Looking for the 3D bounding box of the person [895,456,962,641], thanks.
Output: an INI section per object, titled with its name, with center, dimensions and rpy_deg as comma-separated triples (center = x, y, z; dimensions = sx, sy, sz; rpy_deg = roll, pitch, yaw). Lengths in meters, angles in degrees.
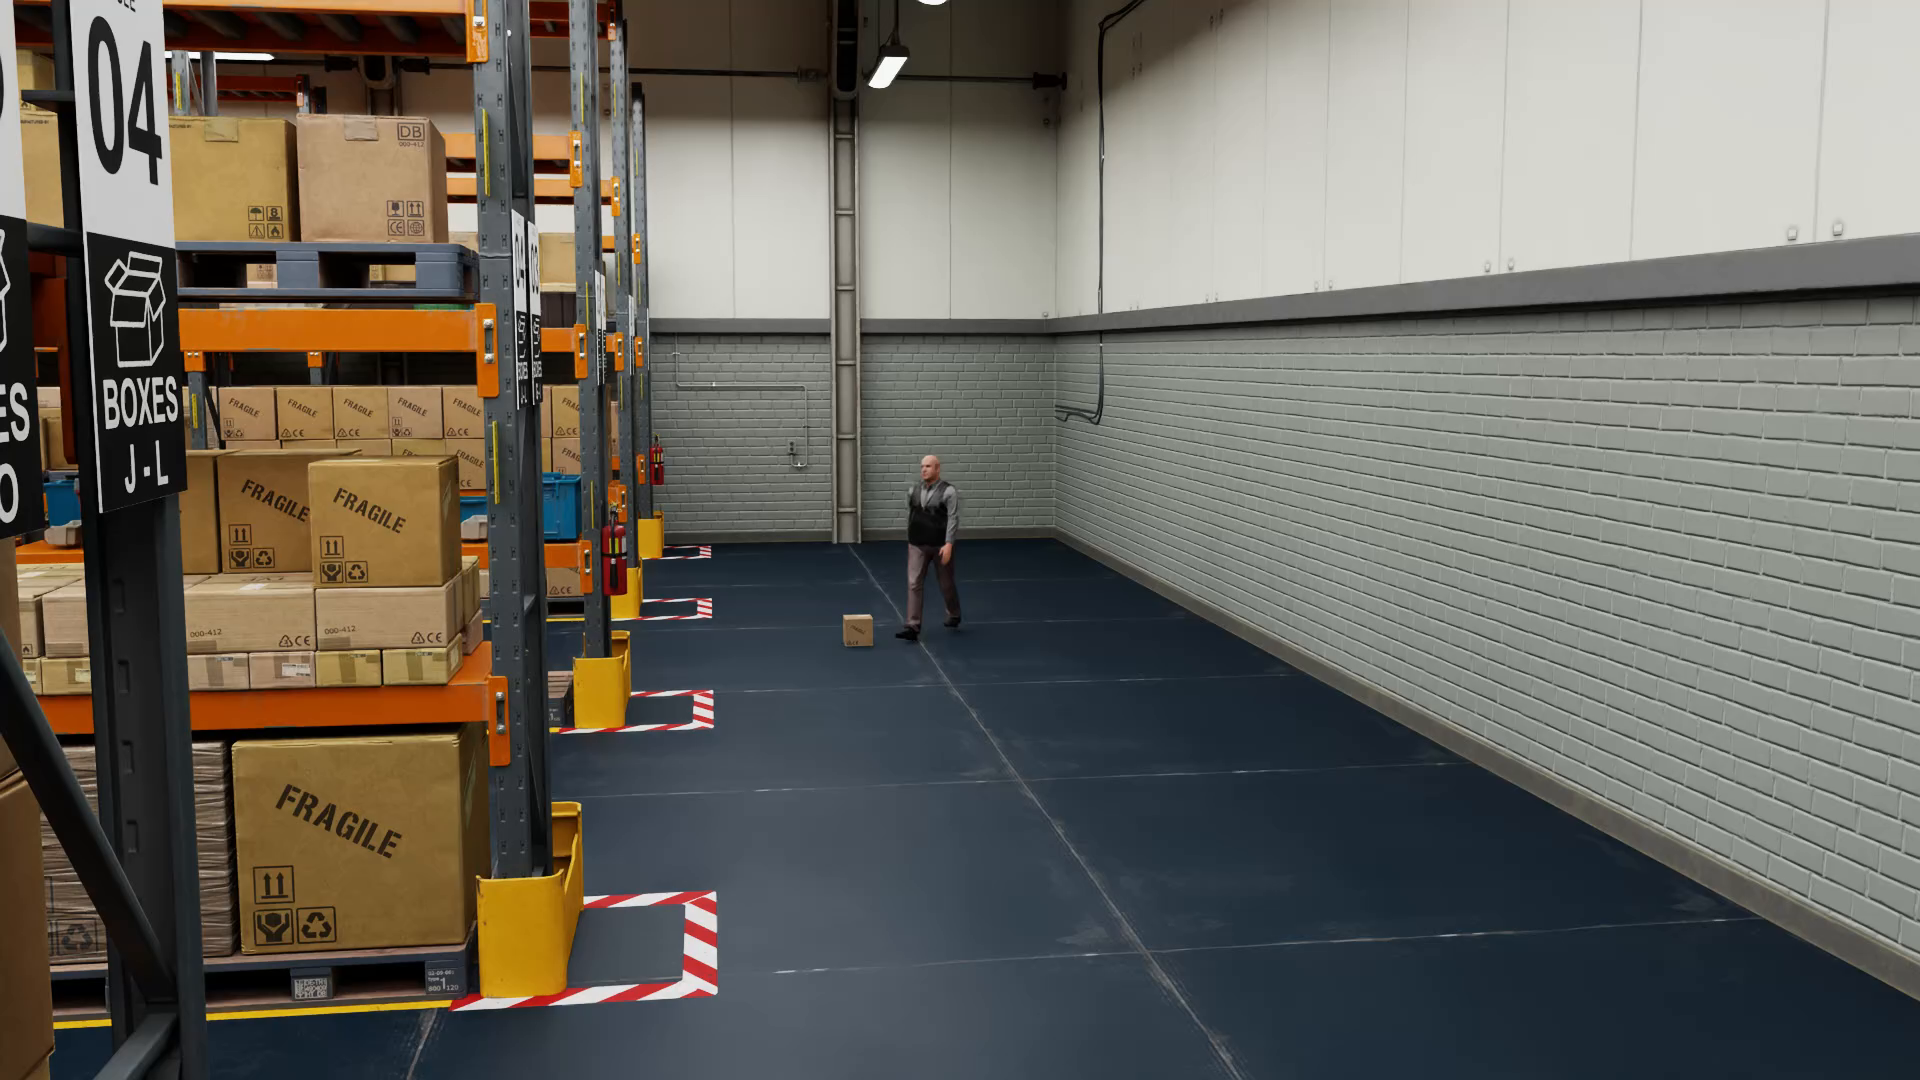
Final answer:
[person]
center = -0.270, 0.065, 15.371
dimensions = 0.559, 1.685, 1.024
rpy_deg = 2, 7, 19
